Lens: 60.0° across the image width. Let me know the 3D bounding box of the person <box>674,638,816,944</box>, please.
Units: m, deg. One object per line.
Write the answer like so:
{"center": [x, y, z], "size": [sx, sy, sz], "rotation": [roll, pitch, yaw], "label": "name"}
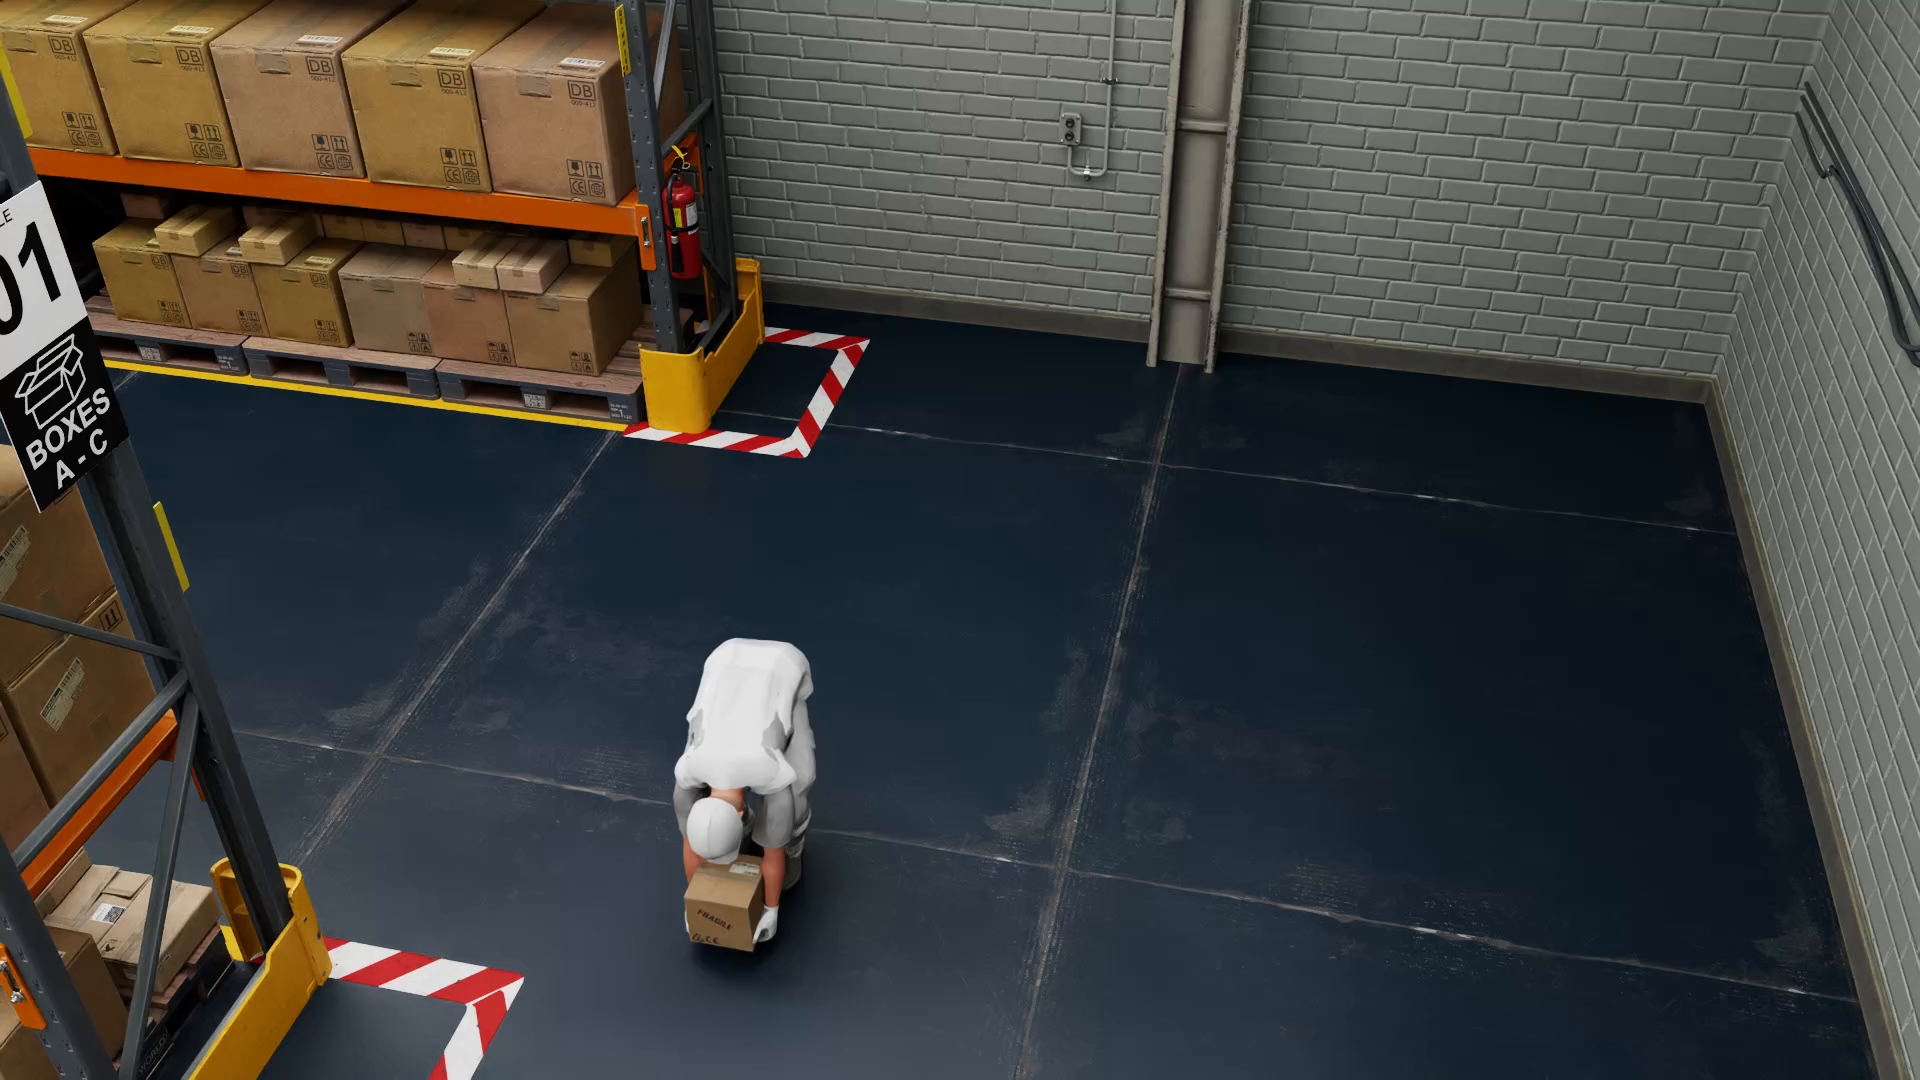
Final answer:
{"center": [-0.817, 0.969, 6.289], "size": [0.519, 0.997, 0.950], "rotation": [6, 37, 8], "label": "person"}
